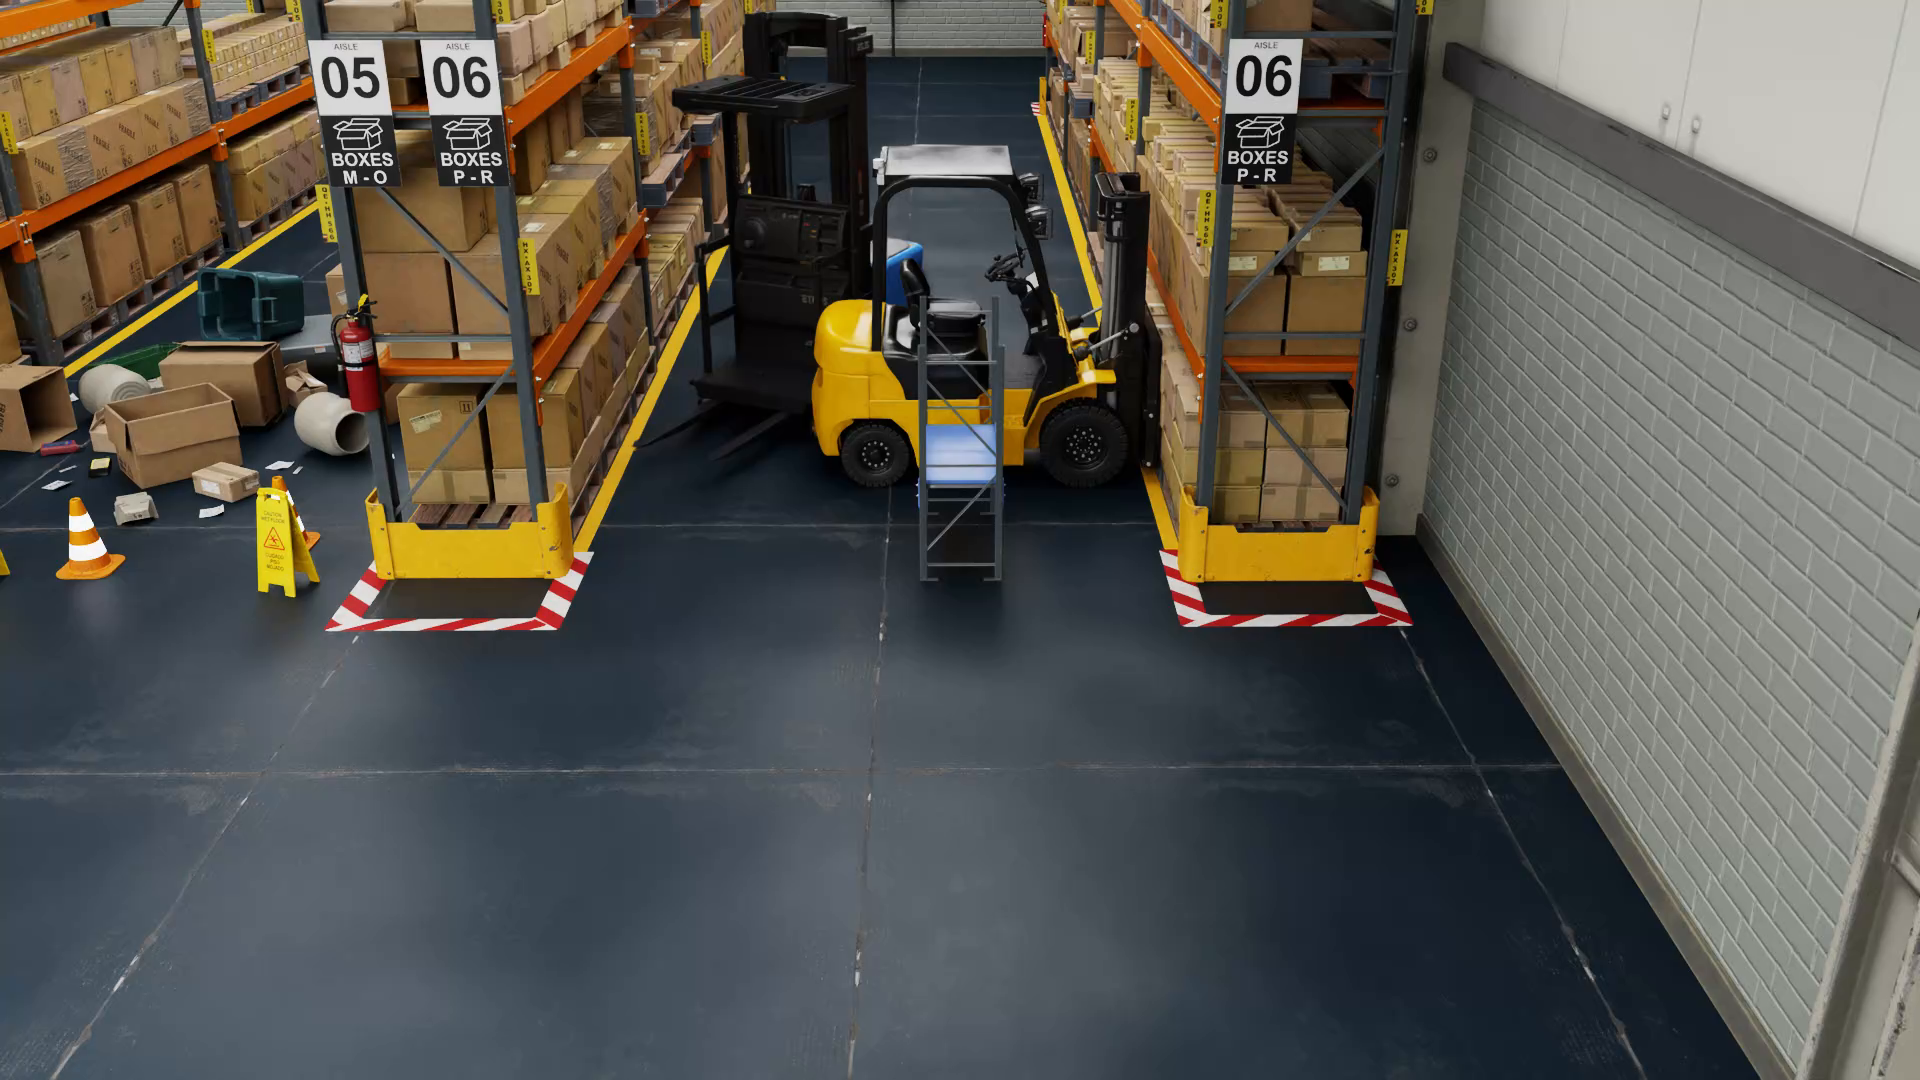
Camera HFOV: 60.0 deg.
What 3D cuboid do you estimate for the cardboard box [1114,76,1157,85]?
[{"bbox_3d":[1.651,-4.269,15.641,0.380,0.149,0.250,0,24,0],"label":"cardboard box"}]

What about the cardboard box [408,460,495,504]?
[{"bbox_3d":[-3.293,-0.447,10.926,0.500,0.250,0.500,0,24,-1],"label":"cardboard box"}]

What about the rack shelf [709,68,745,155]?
[{"bbox_3d":[-3.124,-4.960,18.950,1.077,0.370,4.000,0,24,-1],"label":"rack shelf"}]

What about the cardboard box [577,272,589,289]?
[{"bbox_3d":[-2.779,-1.836,11.474,0.380,0.149,0.250,-1,24,-2],"label":"cardboard box"}]

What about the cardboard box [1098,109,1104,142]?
[{"bbox_3d":[1.622,-4.028,16.198,0.500,0.250,0.500,-1,24,-2],"label":"cardboard box"}]

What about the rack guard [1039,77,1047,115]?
[{"bbox_3d":[1.775,-6.614,24.767,1.175,0.500,0.348,0,24,-1],"label":"rack guard"}]

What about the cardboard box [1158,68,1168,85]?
[{"bbox_3d":[2.124,-4.481,16.110,0.380,0.149,0.250,0,24,-1],"label":"cardboard box"}]

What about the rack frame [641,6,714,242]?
[{"bbox_3d":[-3.102,-4.464,16.979,1.000,3.000,0.127,0,24,-1],"label":"rack frame"}]

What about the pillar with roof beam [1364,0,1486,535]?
[{"bbox_3d":[-1.462,-4.196,9.108,9.100,9.000,0.400,0,24,-1],"label":"pillar with roof beam"}]

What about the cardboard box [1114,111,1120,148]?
[{"bbox_3d":[1.632,-3.623,14.695,0.500,0.250,0.500,0,24,0],"label":"cardboard box"}]

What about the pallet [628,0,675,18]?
[{"bbox_3d":[-2.958,-4.351,13.319,1.213,0.211,1.003,0,24,-1],"label":"pallet"}]

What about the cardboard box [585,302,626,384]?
[{"bbox_3d":[-2.769,-1.433,12.196,0.500,0.500,0.500,1,24,2],"label":"cardboard box"}]

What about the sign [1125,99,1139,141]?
[{"bbox_3d":[1.363,-3.324,13.151,0.100,0.325,0.005,0,24,-1],"label":"sign"}]

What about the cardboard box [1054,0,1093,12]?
[{"bbox_3d":[1.526,-7.387,22.353,0.500,0.500,0.500,0,24,1],"label":"cardboard box"}]

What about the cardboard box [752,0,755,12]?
[{"bbox_3d":[-2.908,-7.019,21.294,0.500,0.500,0.500,-1,24,-1],"label":"cardboard box"}]

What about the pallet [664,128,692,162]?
[{"bbox_3d":[-3.039,-3.561,15.216,1.003,0.211,1.213,0,24,-1],"label":"pallet"}]

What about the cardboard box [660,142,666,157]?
[{"bbox_3d":[-2.783,-3.447,14.527,0.380,0.149,0.250,0,24,0],"label":"cardboard box"}]

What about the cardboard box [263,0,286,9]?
[{"bbox_3d":[-8.370,-6.877,20.620,0.500,0.500,0.500,-1,24,-2],"label":"cardboard box"}]

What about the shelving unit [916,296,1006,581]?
[{"bbox_3d":[0.001,-0.648,10.363,0.538,1.500,1.048,0,24,-1],"label":"shelving unit"}]

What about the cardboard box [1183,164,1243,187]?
[{"bbox_3d":[1.712,-2.446,11.250,0.380,0.149,0.250,0,24,0],"label":"cardboard box"}]

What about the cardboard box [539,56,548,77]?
[{"bbox_3d":[-2.789,-2.986,10.377,0.380,0.149,0.250,-1,24,-2],"label":"cardboard box"}]

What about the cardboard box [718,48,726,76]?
[{"bbox_3d":[-2.858,-5.251,18.297,0.500,0.250,0.500,0,24,-1],"label":"cardboard box"}]

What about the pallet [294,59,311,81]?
[{"bbox_3d":[-8.231,-5.645,19.824,1.003,0.211,1.213,0,24,-1],"label":"pallet"}]

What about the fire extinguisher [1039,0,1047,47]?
[{"bbox_3d":[1.310,-7.637,24.543,0.296,0.674,0.183,0,24,-1],"label":"fire extinguisher"}]

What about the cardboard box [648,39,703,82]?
[{"bbox_3d":[-2.819,-4.650,16.400,0.500,0.500,0.500,-1,24,-2],"label":"cardboard box"}]

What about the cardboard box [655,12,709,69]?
[{"bbox_3d":[-2.863,-5.169,17.205,0.500,0.500,0.500,-1,24,-2],"label":"cardboard box"}]

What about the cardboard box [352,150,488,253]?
[{"bbox_3d":[-3.238,-2.013,9.866,0.700,0.500,0.500,-1,24,-2],"label":"cardboard box"}]

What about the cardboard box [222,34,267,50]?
[{"bbox_3d":[-7.878,-5.481,18.301,0.380,0.149,0.250,0,24,1],"label":"cardboard box"}]

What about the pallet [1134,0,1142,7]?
[{"bbox_3d":[1.883,-4.482,13.613,0.805,0.209,1.217,-1,24,-3],"label":"pallet"}]

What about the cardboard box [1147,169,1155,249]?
[{"bbox_3d":[1.671,-2.486,12.486,0.500,0.500,0.500,0,24,0],"label":"cardboard box"}]

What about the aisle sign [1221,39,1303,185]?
[{"bbox_3d":[1.656,-2.347,9.145,0.394,0.787,0.004,0,24,-1],"label":"aisle sign"}]

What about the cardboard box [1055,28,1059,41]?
[{"bbox_3d":[1.491,-6.893,22.657,0.380,0.149,0.250,0,24,1],"label":"cardboard box"}]

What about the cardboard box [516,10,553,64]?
[{"bbox_3d":[-2.749,-3.017,9.962,0.500,0.250,0.500,-1,24,-1],"label":"cardboard box"}]

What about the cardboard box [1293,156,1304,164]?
[{"bbox_3d":[2.164,-2.553,11.486,0.380,0.149,0.250,0,24,1],"label":"cardboard box"}]

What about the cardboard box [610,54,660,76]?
[{"bbox_3d":[-2.825,-4.126,14.454,0.380,0.149,0.250,1,24,2],"label":"cardboard box"}]

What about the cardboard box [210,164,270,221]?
[{"bbox_3d":[-7.803,-3.745,17.914,0.500,0.500,0.500,-1,24,-3],"label":"cardboard box"}]

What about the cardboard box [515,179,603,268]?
[{"bbox_3d":[-2.772,-2.178,11.442,0.500,0.500,0.500,-1,24,-2],"label":"cardboard box"}]

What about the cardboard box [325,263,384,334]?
[{"bbox_3d":[-4.838,-2.001,13.649,0.500,0.500,0.500,0,24,-1],"label":"cardboard box"}]

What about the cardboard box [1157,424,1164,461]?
[{"bbox_3d":[1.635,-0.733,11.558,0.500,0.250,0.500,0,24,0],"label":"cardboard box"}]

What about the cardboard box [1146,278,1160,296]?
[{"bbox_3d":[1.592,-1.822,12.752,0.500,0.250,0.500,0,24,0],"label":"cardboard box"}]

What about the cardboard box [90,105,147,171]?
[{"bbox_3d":[-7.758,-3.638,15.033,0.500,0.500,0.500,0,24,0],"label":"cardboard box"}]

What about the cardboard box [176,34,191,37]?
[{"bbox_3d":[-8.526,-5.480,18.301,0.380,0.149,0.250,1,24,2],"label":"cardboard box"}]

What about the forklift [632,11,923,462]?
[{"bbox_3d":[-1.362,-2.299,12.277,1.130,2.935,3.031,11,26,23],"label":"forklift"}]

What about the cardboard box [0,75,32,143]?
[{"bbox_3d":[-8.018,-3.457,13.419,0.700,0.500,0.500,-1,24,-1],"label":"cardboard box"}]

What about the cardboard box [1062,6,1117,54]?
[{"bbox_3d":[1.599,-6.172,20.126,0.700,0.500,0.500,0,24,1],"label":"cardboard box"}]

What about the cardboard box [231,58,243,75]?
[{"bbox_3d":[-7.866,-5.034,17.675,0.380,0.149,0.250,-1,24,-2],"label":"cardboard box"}]

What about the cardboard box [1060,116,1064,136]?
[{"bbox_3d":[1.514,-5.457,21.983,0.396,0.266,0.258,1,24,1],"label":"cardboard box"}]

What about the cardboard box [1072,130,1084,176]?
[{"bbox_3d":[1.615,-4.563,19.722,0.500,0.500,0.500,-1,24,-2],"label":"cardboard box"}]

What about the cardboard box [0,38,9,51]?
[{"bbox_3d":[-12.740,-6.507,21.802,0.380,0.149,0.250,-1,24,-1],"label":"cardboard box"}]

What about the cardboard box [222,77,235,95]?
[{"bbox_3d":[-7.856,-4.773,17.457,0.380,0.149,0.250,1,24,2],"label":"cardboard box"}]

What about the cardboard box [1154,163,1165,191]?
[{"bbox_3d":[1.611,-2.624,12.003,0.380,0.149,0.250,0,24,-1],"label":"cardboard box"}]
